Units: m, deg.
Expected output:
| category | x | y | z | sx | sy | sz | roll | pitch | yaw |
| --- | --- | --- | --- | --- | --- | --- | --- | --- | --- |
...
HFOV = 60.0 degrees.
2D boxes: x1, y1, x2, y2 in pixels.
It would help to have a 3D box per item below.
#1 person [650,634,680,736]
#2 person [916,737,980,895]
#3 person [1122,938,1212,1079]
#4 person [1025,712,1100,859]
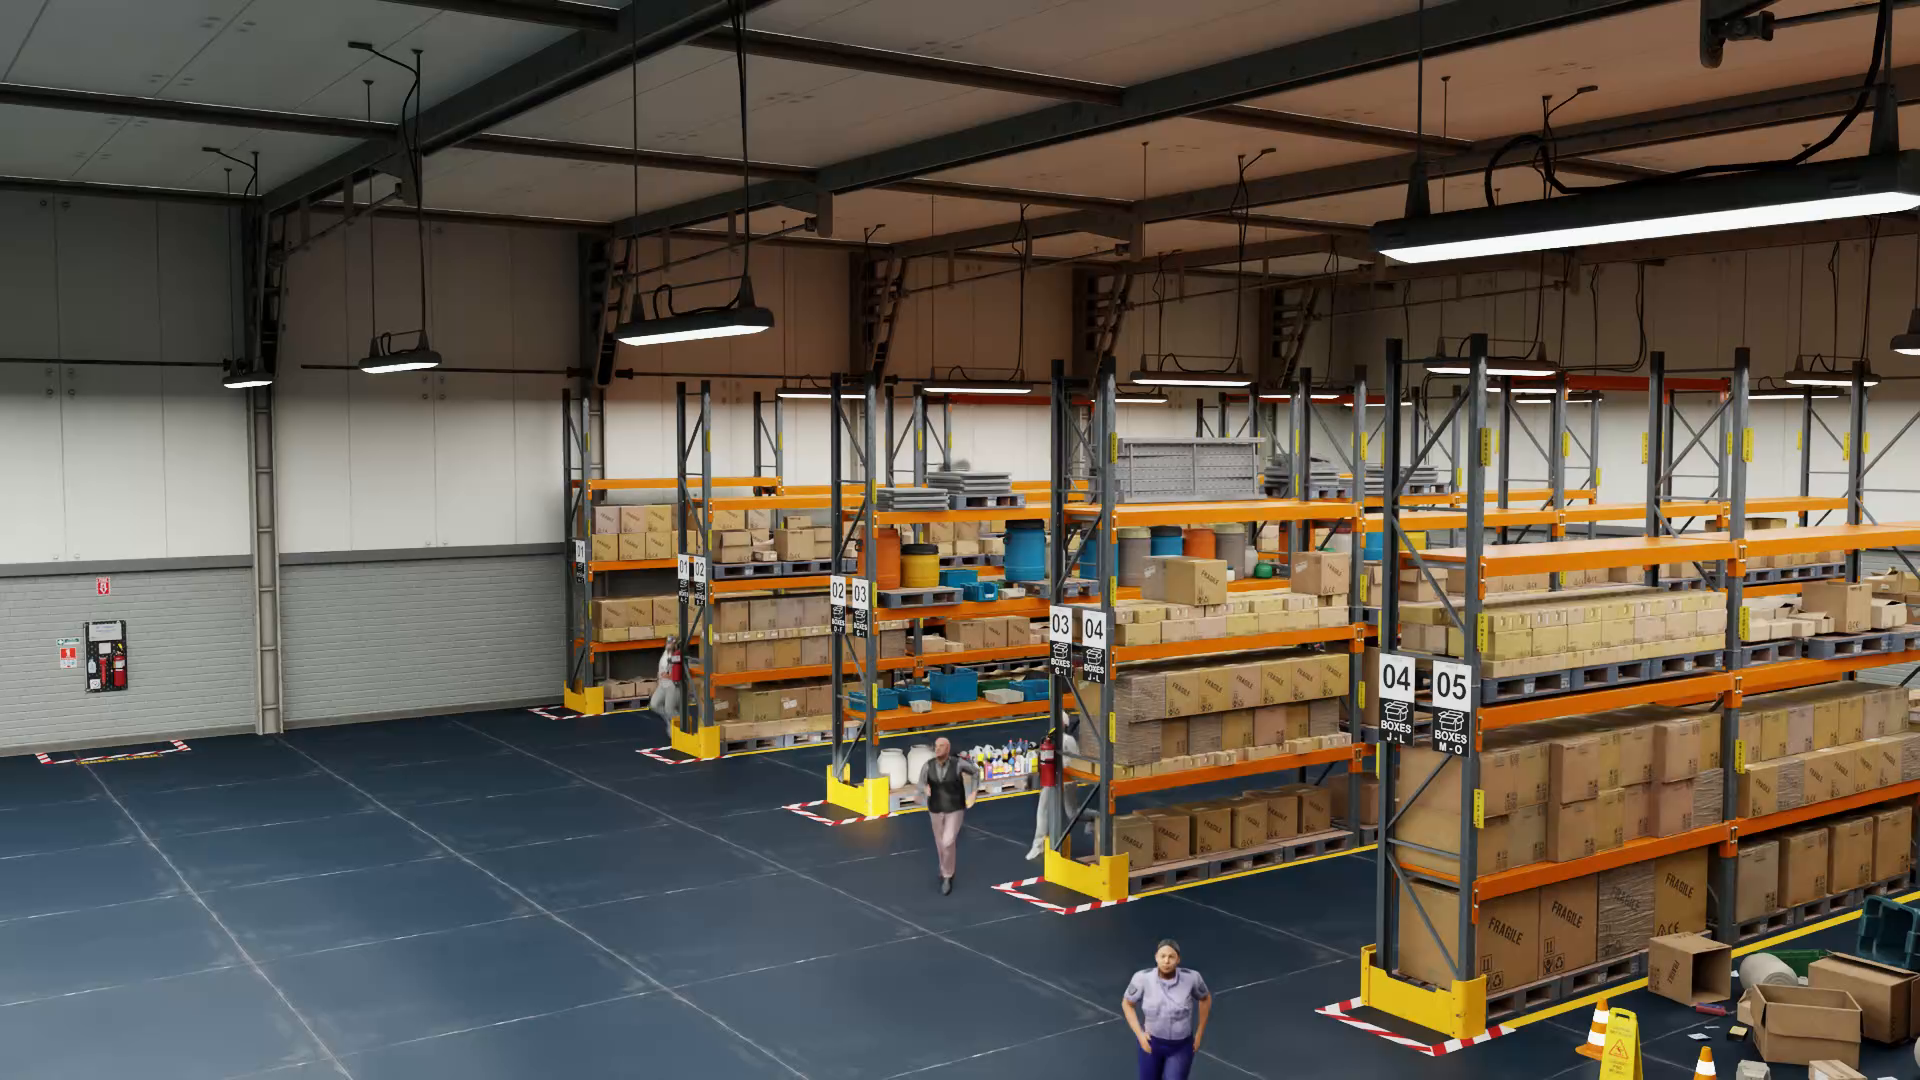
| category | x | y | z | sx | sy | sz | roll | pitch | yaw |
| --- | --- | --- | --- | --- | --- | --- | --- | --- | --- |
| person | -4.957 | 2.465 | 28.273 | 0.553 | 1.742 | 0.731 | -4 | 5 | -45 |
| person | -0.144 | 3.100 | 18.844 | 0.664 | 1.757 | 0.887 | 1 | 4 | 19 |
| person | 1.464 | 3.610 | 11.805 | 0.631 | 1.640 | 0.847 | 1 | 4 | 10 |
| person | 1.277 | 2.990 | 20.462 | 1.118 | 1.785 | 0.620 | -3 | 5 | -41 |
